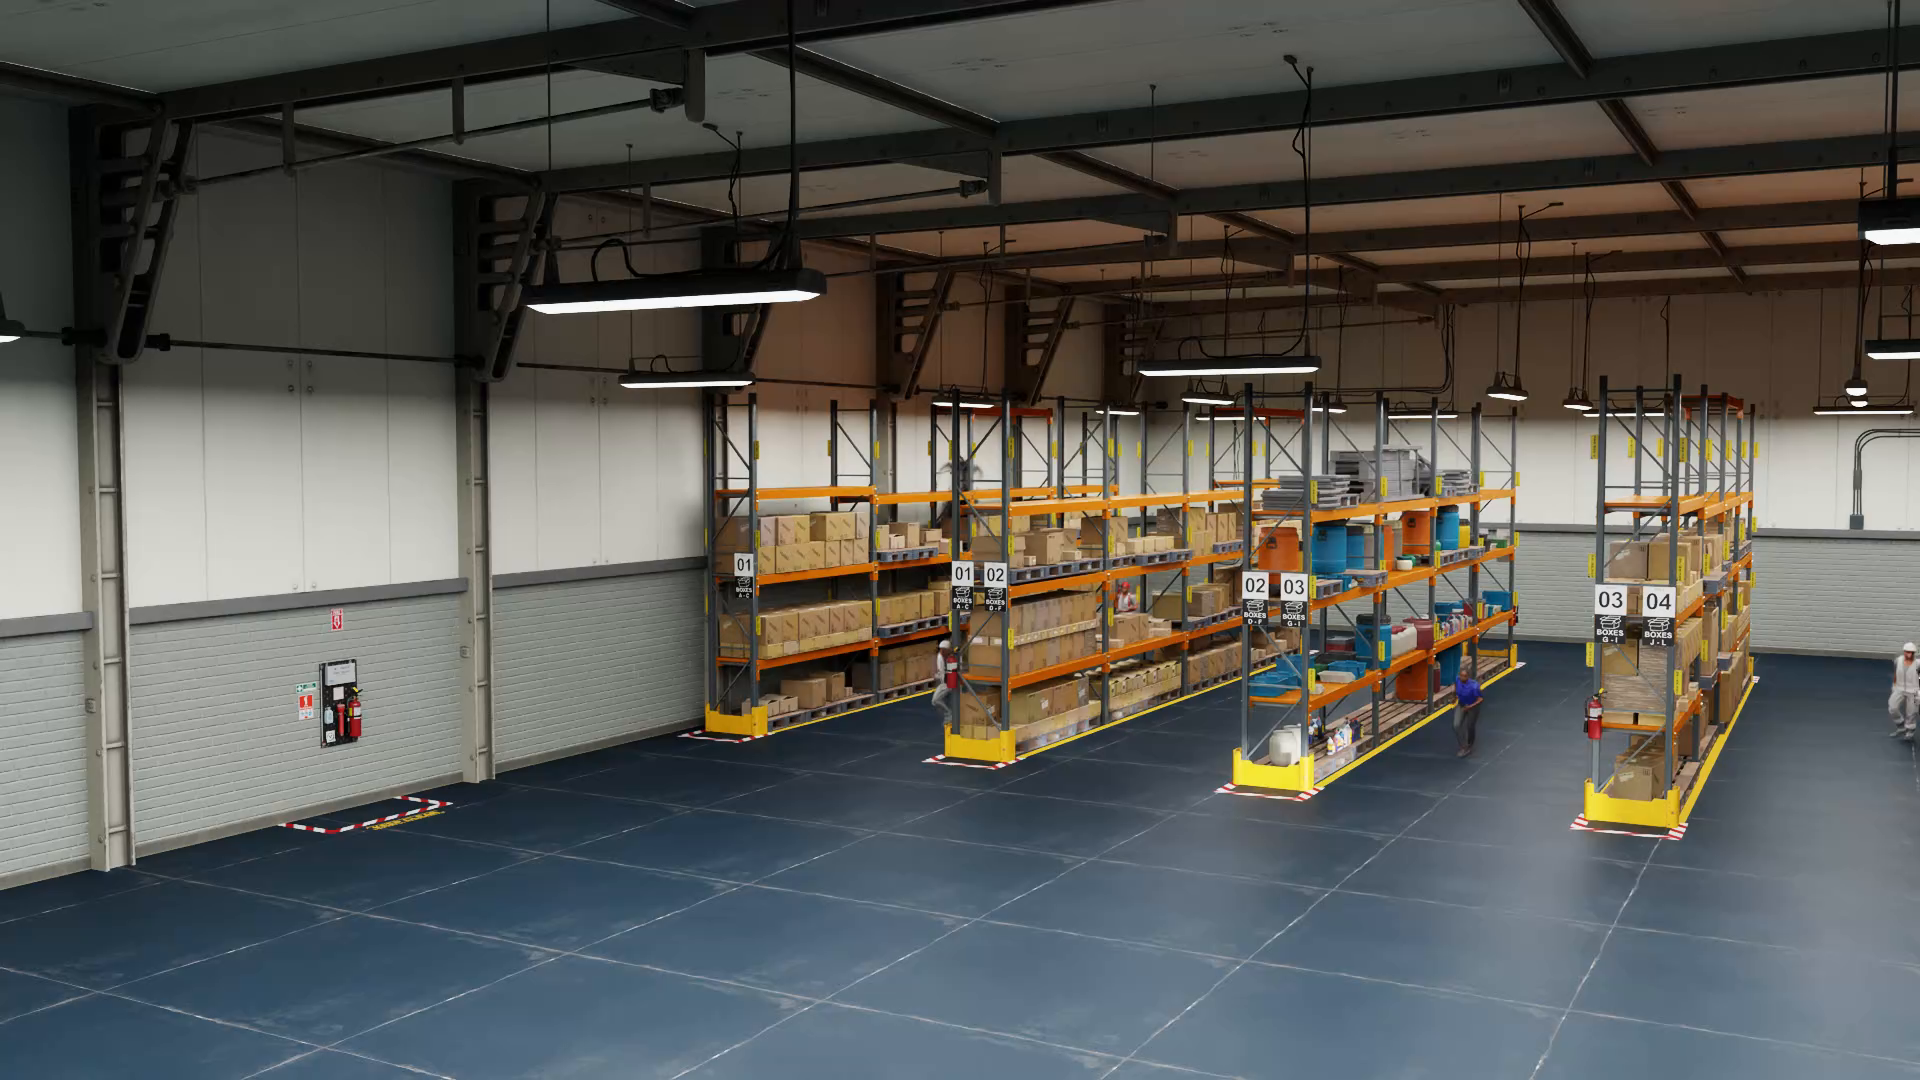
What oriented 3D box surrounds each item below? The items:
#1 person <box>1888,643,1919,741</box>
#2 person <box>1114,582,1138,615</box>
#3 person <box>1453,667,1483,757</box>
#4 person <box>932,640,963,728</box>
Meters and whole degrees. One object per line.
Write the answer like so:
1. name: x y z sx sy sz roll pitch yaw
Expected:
1. person: 16.159 2.589 28.335 0.717 1.721 0.666 -3 4 -43
2. person: 4.042 1.898 40.384 0.659 1.770 0.981 2 4 28
3. person: 8.347 2.764 27.239 0.569 1.472 1.041 2 4 32
4. person: -0.207 2.571 29.454 0.714 1.640 0.960 2 4 37
